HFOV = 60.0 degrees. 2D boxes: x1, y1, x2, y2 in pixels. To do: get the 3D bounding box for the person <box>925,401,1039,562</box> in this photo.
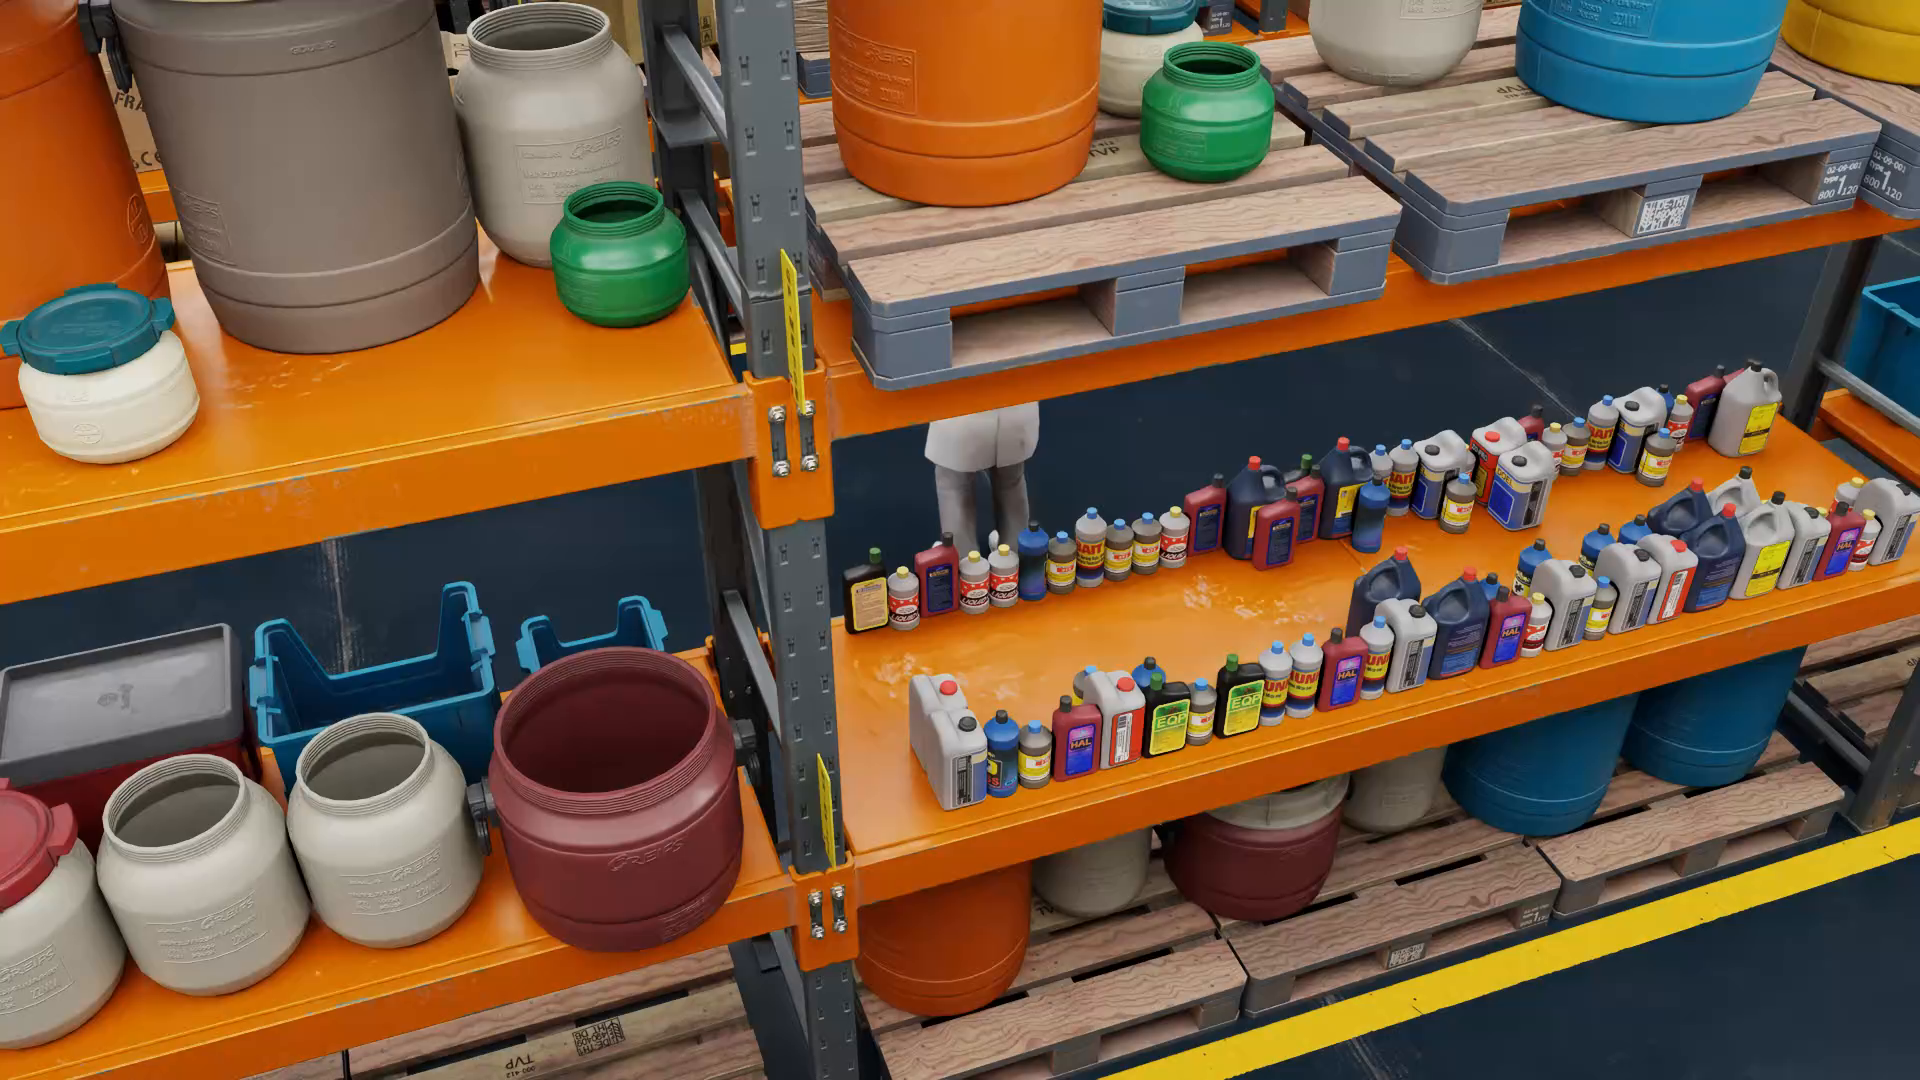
[{"bbox_3d":[0.063,-0.606,6.966,0.530,1.769,0.563,-12,39,-15],"label":"person"}]
